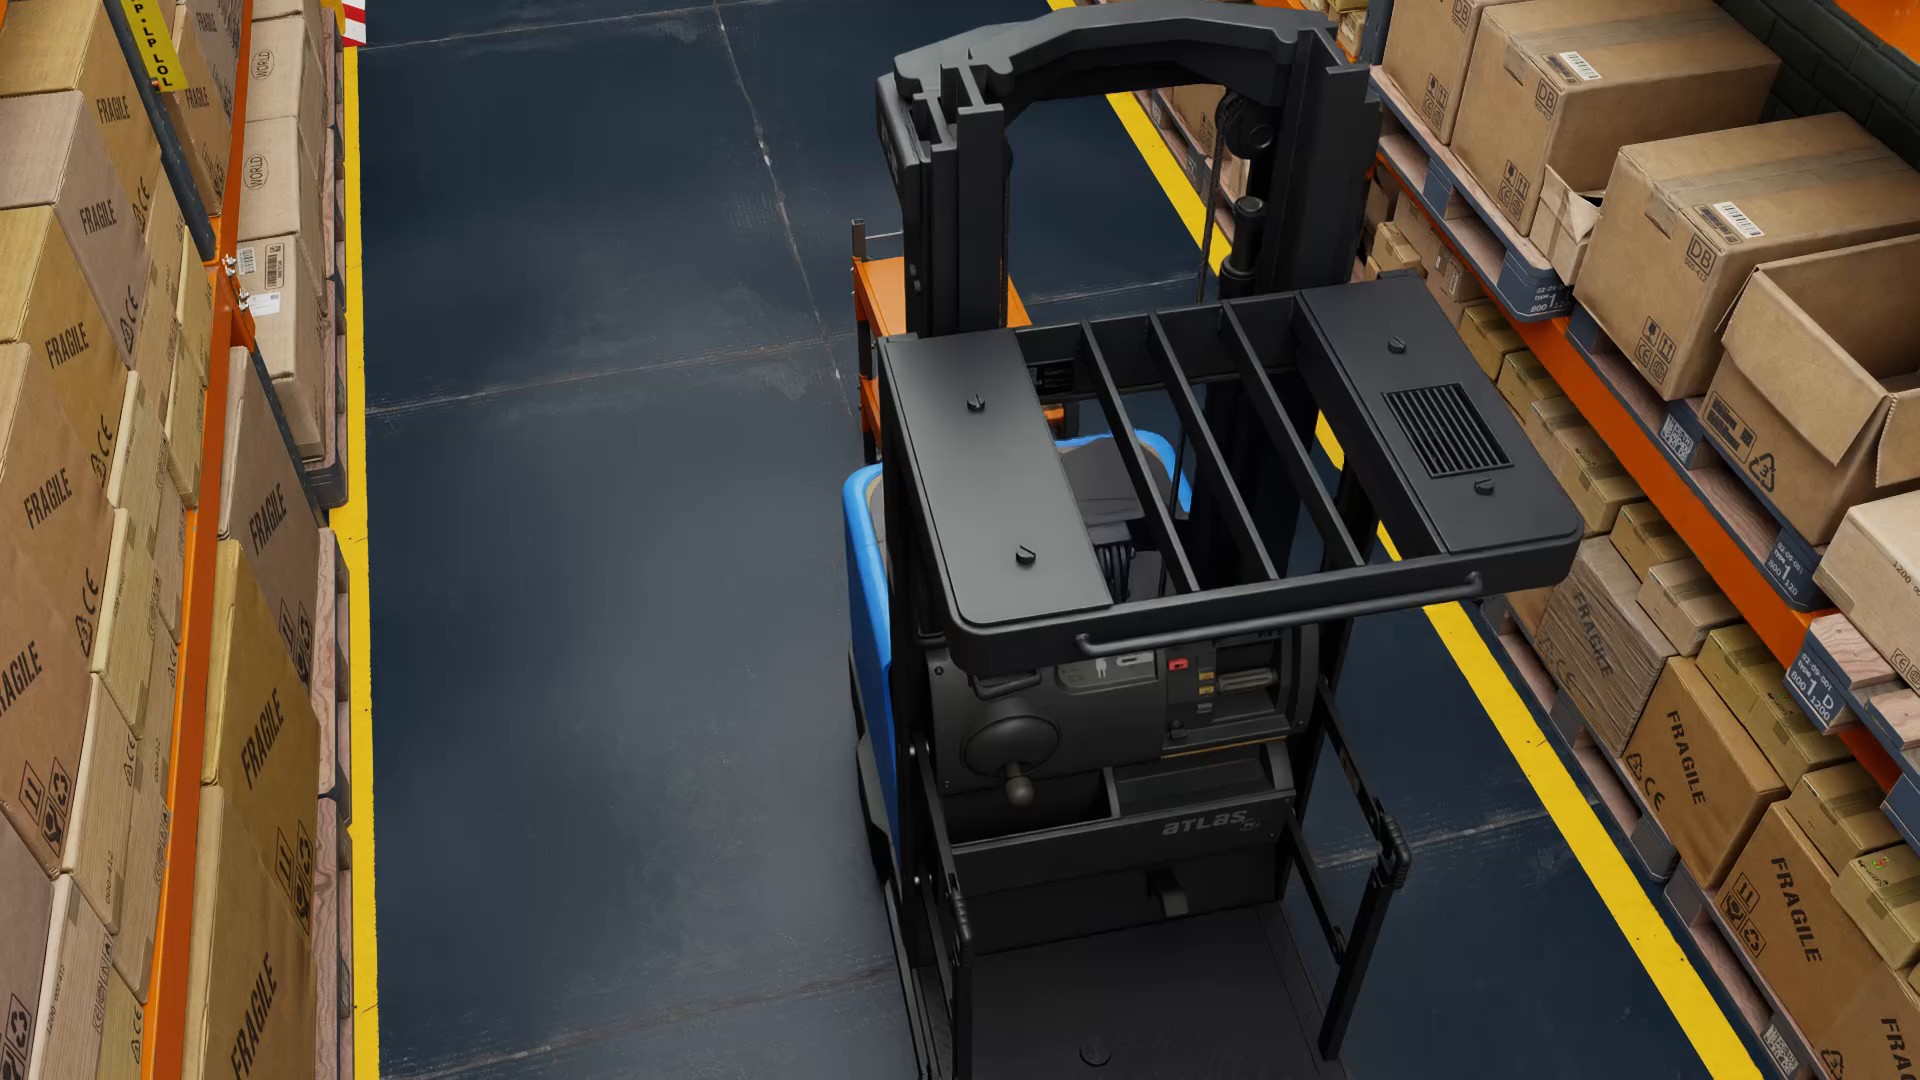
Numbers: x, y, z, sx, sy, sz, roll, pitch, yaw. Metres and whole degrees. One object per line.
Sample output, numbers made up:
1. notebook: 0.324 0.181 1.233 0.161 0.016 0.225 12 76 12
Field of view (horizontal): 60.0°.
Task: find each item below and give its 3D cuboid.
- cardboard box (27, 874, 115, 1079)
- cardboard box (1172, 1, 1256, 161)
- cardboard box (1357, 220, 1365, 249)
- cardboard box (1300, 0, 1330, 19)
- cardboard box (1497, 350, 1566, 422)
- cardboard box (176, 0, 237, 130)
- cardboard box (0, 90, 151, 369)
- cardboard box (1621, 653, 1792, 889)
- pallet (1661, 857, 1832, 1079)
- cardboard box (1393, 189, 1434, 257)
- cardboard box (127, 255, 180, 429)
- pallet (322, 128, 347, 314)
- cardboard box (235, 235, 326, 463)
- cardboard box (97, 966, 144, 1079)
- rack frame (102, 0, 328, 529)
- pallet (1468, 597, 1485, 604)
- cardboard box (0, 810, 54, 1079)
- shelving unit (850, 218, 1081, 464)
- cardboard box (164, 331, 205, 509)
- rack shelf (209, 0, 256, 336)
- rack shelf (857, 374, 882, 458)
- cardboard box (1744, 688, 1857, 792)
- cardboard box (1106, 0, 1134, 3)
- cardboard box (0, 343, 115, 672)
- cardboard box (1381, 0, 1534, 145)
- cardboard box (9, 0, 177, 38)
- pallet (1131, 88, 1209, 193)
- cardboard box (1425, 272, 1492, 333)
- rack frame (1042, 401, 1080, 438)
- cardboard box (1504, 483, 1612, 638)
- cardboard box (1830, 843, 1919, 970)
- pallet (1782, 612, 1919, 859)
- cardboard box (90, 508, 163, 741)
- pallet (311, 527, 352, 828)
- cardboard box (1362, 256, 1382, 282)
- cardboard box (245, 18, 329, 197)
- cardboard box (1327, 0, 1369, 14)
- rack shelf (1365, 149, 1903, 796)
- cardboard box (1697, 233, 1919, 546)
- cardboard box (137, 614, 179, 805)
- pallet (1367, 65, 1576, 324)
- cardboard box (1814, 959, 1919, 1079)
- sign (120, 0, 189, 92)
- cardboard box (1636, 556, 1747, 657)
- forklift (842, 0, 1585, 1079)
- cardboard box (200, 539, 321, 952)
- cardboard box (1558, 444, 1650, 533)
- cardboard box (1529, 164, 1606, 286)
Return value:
1. cardboard box: -1.859 0.923 3.000 0.500 0.250 0.500 -10 46 -9
2. cardboard box: 1.425 -2.154 7.717 0.700 0.500 0.500 -12 47 -12
3. cardboard box: 1.510 -1.354 7.179 0.380 0.149 0.250 -12 47 -12
4. cardboard box: 1.523 -2.136 6.419 0.380 0.149 0.250 -10 46 -9
5. cardboard box: 2.077 -0.538 5.679 0.380 0.149 0.250 -11 47 -11
6. cardboard box: -2.852 -1.719 5.764 0.500 0.500 0.500 -10 47 -10
7. cardboard box: -2.364 -0.730 4.095 0.500 0.500 0.500 -10 46 -10
8. cardboard box: 2.390 0.655 4.964 0.500 0.500 0.500 -9 46 -9
9. pallet: 2.806 1.341 4.788 1.003 0.211 1.213 -11 47 -10
10. cardboard box: 1.830 -1.192 6.112 0.380 0.149 0.250 -11 47 -11
11. cardboard box: -2.377 -0.483 4.378 0.500 0.250 0.500 -10 46 -9
12. pallet: -3.295 -1.371 7.446 1.003 0.211 1.213 -11 47 -10
13. cardboard box: -2.917 -0.667 6.303 0.875 0.438 0.875 -11 47 -11
14. cardboard box: -1.867 1.115 3.162 0.500 0.250 0.500 -12 47 -11
15. rack frame: -2.860 -0.964 5.094 1.000 3.000 0.127 -11 47 -10
16. pallet: 2.182 -0.343 6.439 1.003 0.211 1.213 -11 47 -10
17. cardboard box: -1.863 0.687 2.706 0.500 0.500 0.500 -11 47 -10
18. shelving unit: -0.002 -0.398 5.853 0.538 1.125 1.048 -11 47 -10
19. cardboard box: -2.373 -0.296 4.545 0.500 0.250 0.500 -11 47 -11
20. rack shelf: -3.372 -2.093 6.704 1.077 0.370 4.000 -11 47 -10
21. rack shelf: -0.002 -0.227 6.027 0.538 0.278 1.000 -11 47 -10
22. cardboard box: 2.441 0.531 4.632 0.380 0.149 0.250 -9 46 -9
23. cardboard box: 1.159 -2.871 8.419 0.700 0.500 0.500 -9 46 -9
24. cardboard box: -2.106 -0.022 3.401 0.500 0.500 0.500 -10 46 -10
25. cardboard box: 1.844 -1.681 5.433 0.700 0.500 0.500 -10 46 -9
26. cardboard box: -2.748 -1.722 5.067 0.500 0.500 0.500 -10 46 -10
27. pallet: 1.446 -2.216 8.274 1.003 0.211 1.213 -11 47 -10
28. cardboard box: 1.917 -0.900 6.033 0.380 0.149 0.250 -12 47 -11
29. rack frame: 0.128 -0.047 5.509 0.500 1.125 0.032 -11 47 -10
30. cardboard box: 2.113 -0.060 5.664 0.500 0.500 0.500 -12 47 -11
31. cardboard box: 2.490 0.911 4.259 0.380 0.149 0.250 -13 47 -12
32. pallet: 2.719 0.500 3.794 1.213 0.211 1.003 -11 47 -10
33. cardboard box: -2.091 0.224 3.685 0.500 0.250 0.500 -10 46 -10
34. pallet: -2.590 0.531 5.582 1.003 0.211 1.213 -11 47 -10
35. cardboard box: 1.843 -0.771 6.361 0.500 0.500 0.500 -9 46 -9
36. cardboard box: -3.376 -1.908 7.519 0.875 0.438 0.875 -10 46 -9
37. cardboard box: 1.571 -2.232 6.234 0.500 0.250 0.500 -10 46 -9
38. rack shelf: 2.449 -0.241 4.890 1.077 0.370 4.000 -11 47 -10
39. cardboard box: 2.364 -0.389 4.164 0.797 0.503 0.637 -12 47 -11
40. cardboard box: -2.125 0.412 3.851 0.500 0.250 0.500 -11 47 -10
41. pallet: 2.036 -1.235 5.495 1.003 0.211 1.213 -11 47 -10
42. cardboard box: 2.645 1.363 4.270 0.500 0.500 0.500 -9 46 -9
43. sign: -2.338 -1.447 4.813 0.100 0.325 0.005 -11 47 -10
44. cardboard box: 2.277 0.173 4.982 0.380 0.149 0.250 -13 47 -12
45. forklift: 0.434 0.471 3.736 1.130 2.935 3.031 -8 46 -8
46. cardboard box: -2.386 0.669 4.688 0.875 0.875 0.875 -9 46 -9
47. cardboard box: 2.166 -0.187 5.335 0.380 0.149 0.250 -9 46 -9
48. cardboard box: 1.922 -0.944 4.875 0.396 0.266 0.258 -9 46 -8
